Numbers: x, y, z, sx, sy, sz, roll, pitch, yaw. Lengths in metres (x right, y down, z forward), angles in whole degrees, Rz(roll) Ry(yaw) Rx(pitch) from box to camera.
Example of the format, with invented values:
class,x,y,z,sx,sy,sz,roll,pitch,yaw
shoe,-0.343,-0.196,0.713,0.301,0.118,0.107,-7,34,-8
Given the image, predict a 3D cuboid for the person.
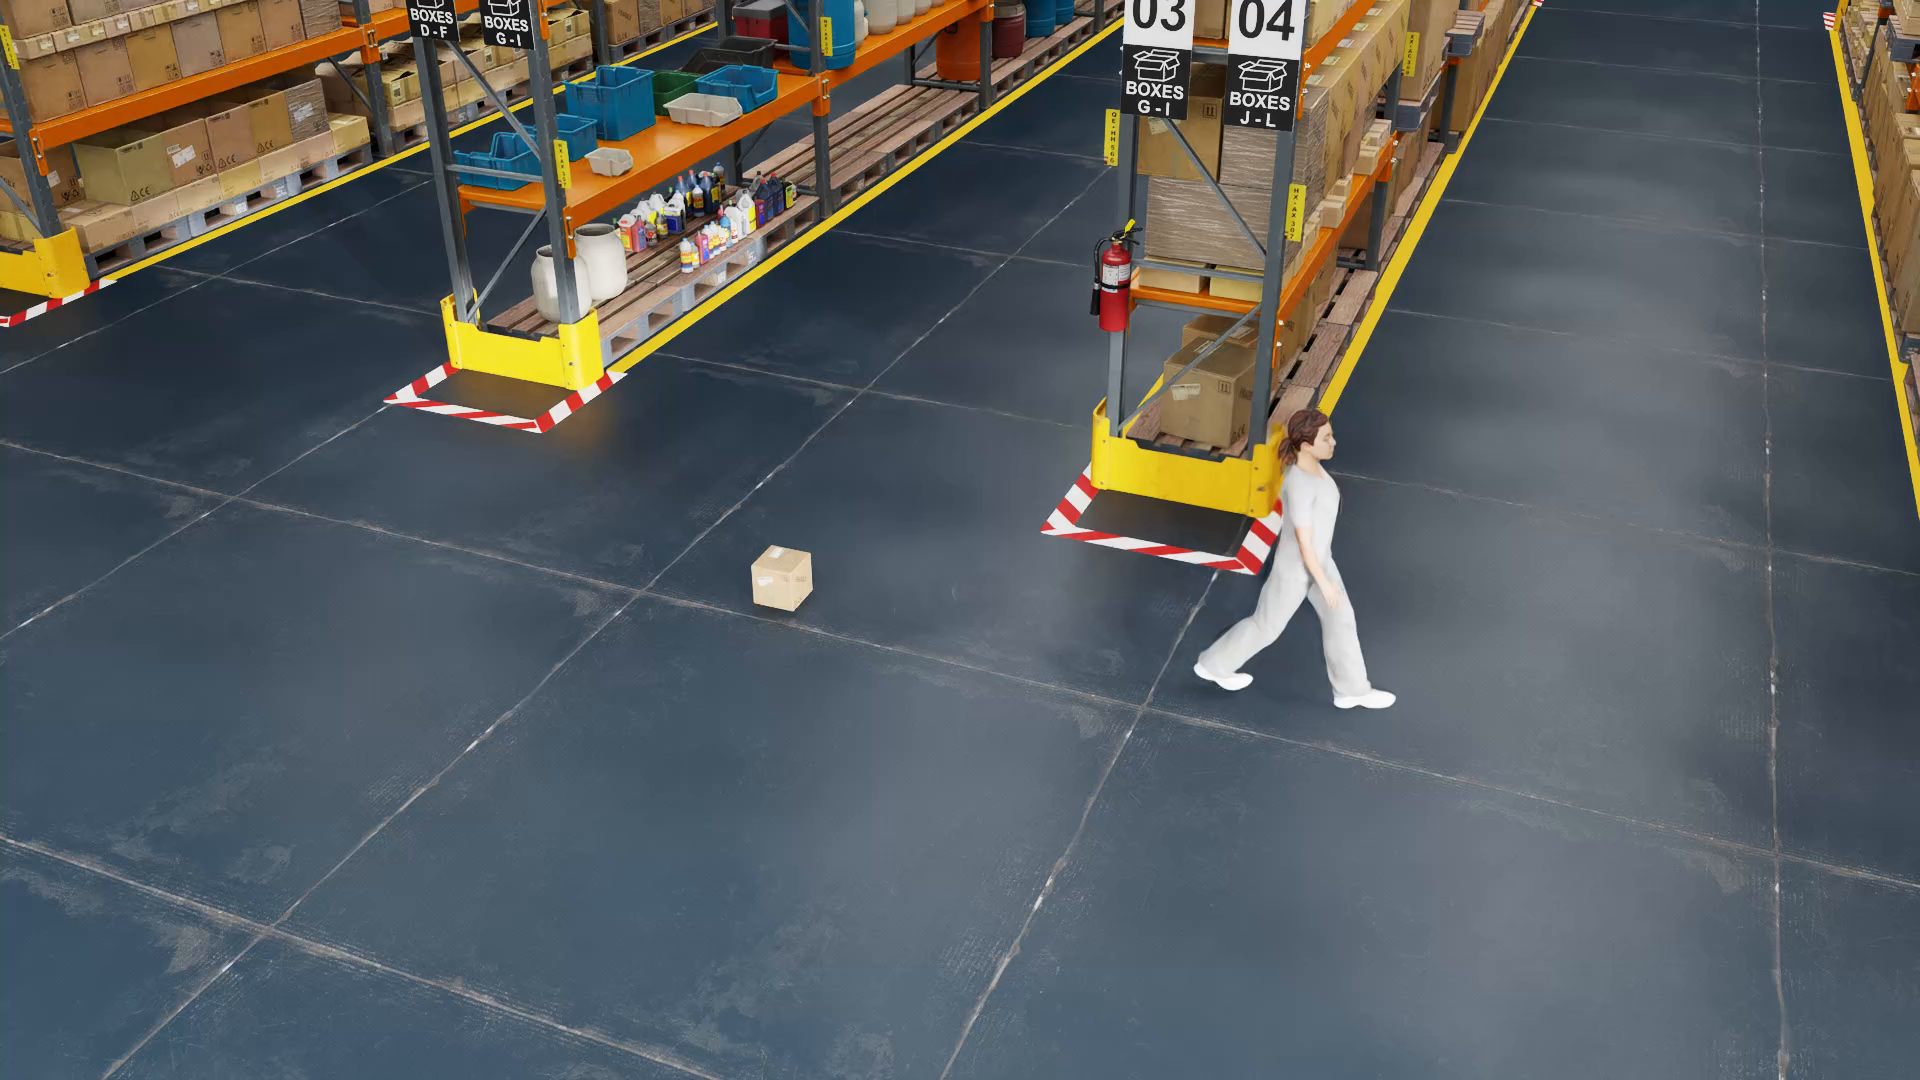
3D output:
class,x,y,z,sx,sy,sz,roll,pitch,yaw
person,1.708,0.121,8.184,1.020,1.622,0.460,11,31,18
